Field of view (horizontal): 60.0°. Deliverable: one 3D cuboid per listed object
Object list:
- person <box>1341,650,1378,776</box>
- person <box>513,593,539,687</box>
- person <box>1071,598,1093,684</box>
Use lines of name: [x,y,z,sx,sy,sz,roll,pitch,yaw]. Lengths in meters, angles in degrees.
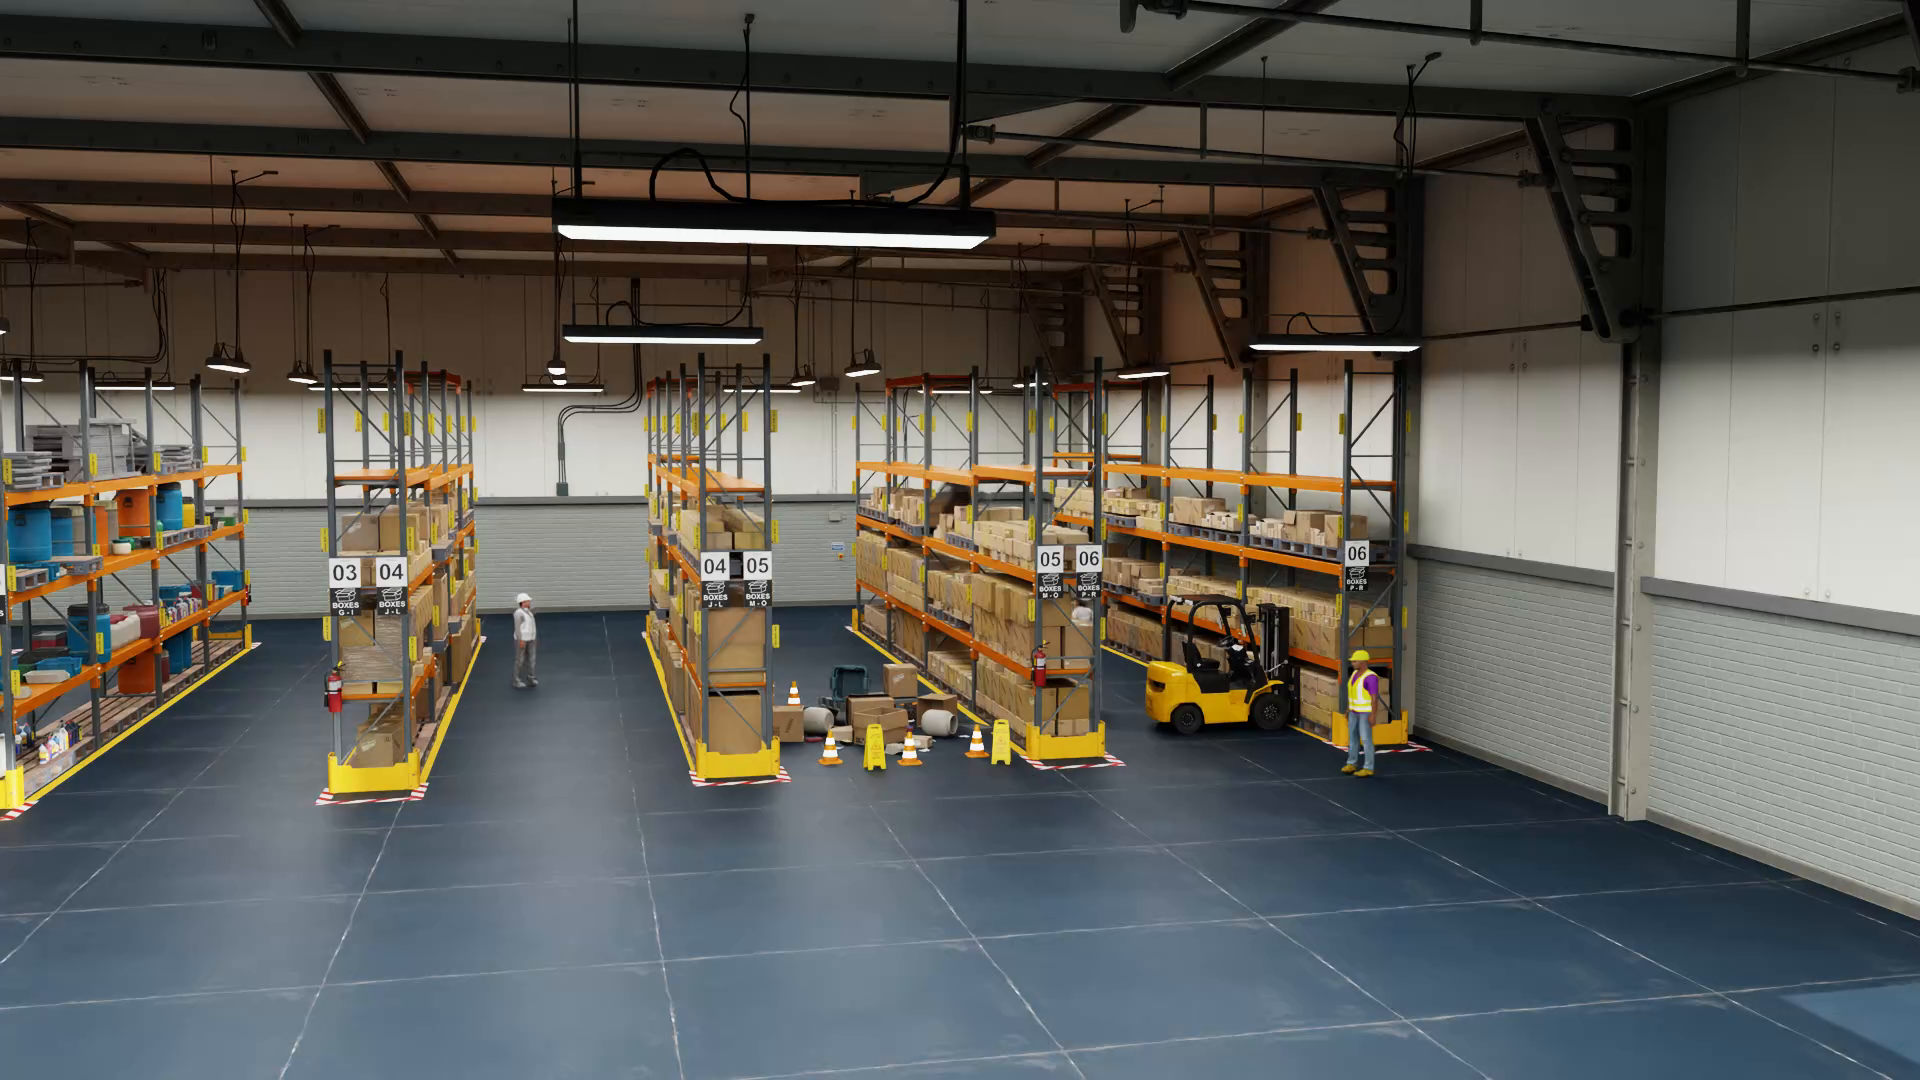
person: [5.696,2.456,23.758,0.432,1.769,0.631,-1,4,-20]
person: [-8.301,1.908,31.729,0.415,1.790,0.589,2,4,28]
person: [2.207,1.831,30.196,0.598,1.776,0.633,-1,4,-9]
